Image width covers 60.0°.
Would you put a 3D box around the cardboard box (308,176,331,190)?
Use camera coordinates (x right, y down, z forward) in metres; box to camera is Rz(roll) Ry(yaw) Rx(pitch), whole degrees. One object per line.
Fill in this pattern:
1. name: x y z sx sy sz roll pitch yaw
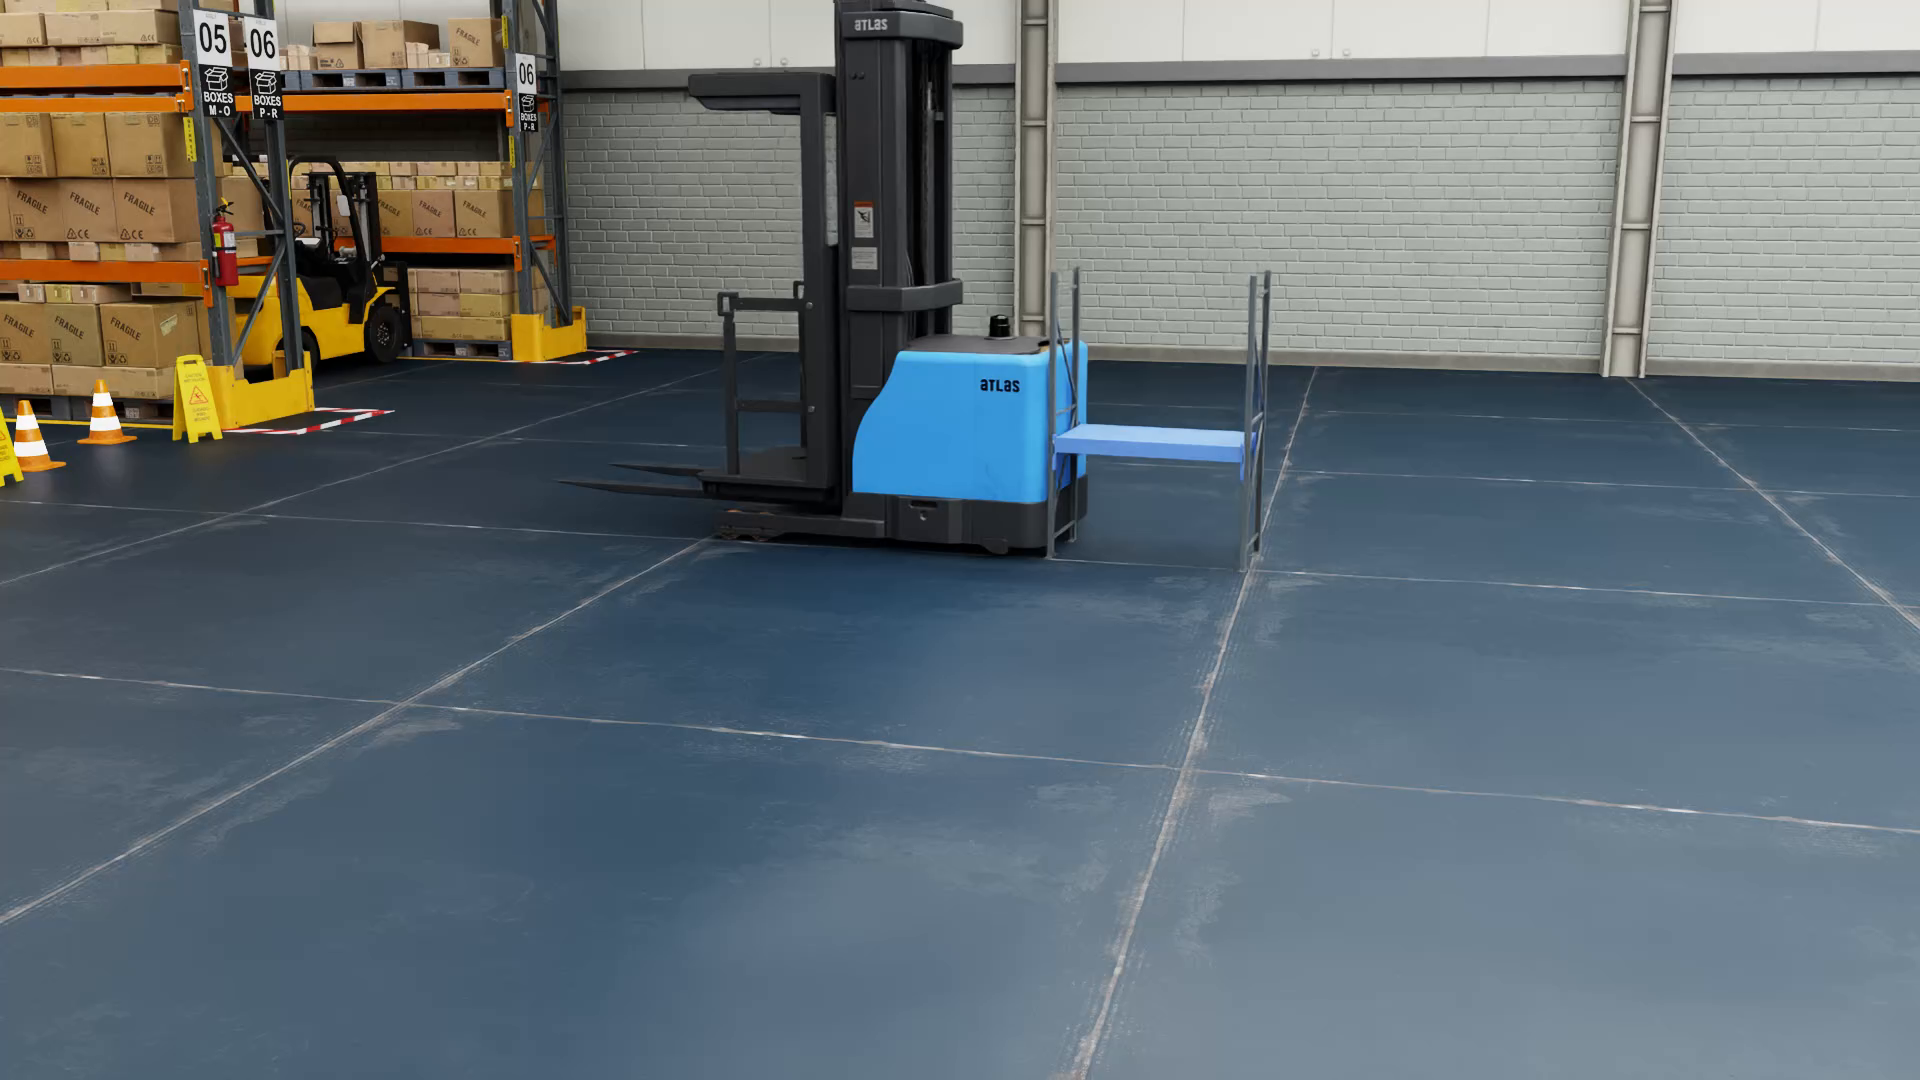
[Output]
1. cardboard box: -6.962 -3.939 18.333 0.250 0.149 0.380 3 13 12

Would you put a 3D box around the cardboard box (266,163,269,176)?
1. cardboard box: -7.455 -4.109 18.411 0.250 0.149 0.380 3 13 15

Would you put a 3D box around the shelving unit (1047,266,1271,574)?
1. shelving unit: 1.035 -0.649 8.694 1.048 1.500 0.538 4 13 18

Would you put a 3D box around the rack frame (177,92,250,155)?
1. rack frame: -8.445 -3.718 19.065 0.127 3.000 1.000 3 13 14

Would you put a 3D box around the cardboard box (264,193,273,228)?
1. cardboard box: -7.567 -3.665 18.597 0.500 0.500 0.500 3 13 15

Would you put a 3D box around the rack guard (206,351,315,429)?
1. rack guard: -5.820 -1.250 13.712 0.348 0.500 1.175 3 13 14

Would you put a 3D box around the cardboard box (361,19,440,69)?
1. cardboard box: -6.020 -5.323 17.944 0.500 0.500 0.700 3 13 14

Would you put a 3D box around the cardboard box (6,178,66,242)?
1. cardboard box: -7.310 -2.684 13.488 0.500 0.500 0.500 3 13 13

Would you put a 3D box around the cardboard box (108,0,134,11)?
1. cardboard box: -6.387 -4.174 12.936 0.250 0.149 0.380 3 13 15

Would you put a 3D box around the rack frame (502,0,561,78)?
1. rack frame: -4.561 -6.439 17.479 0.127 3.000 1.000 3 13 14

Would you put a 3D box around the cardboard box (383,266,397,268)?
1. cardboard box: -6.562 -2.896 18.433 0.500 0.250 0.500 3 13 12

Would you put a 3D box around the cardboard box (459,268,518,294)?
1. cardboard box: -5.083 -2.819 18.085 0.500 0.250 0.500 4 13 15

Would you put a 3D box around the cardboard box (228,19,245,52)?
1. cardboard box: -6.171 -4.085 13.453 0.500 0.250 0.500 3 13 13

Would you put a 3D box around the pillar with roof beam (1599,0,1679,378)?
1. pillar with roof beam: 5.598 -5.136 11.609 0.400 9.000 9.100 3 13 14

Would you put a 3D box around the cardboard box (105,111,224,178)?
1. cardboard box: -6.295 -3.129 13.185 0.500 0.500 0.700 3 13 12

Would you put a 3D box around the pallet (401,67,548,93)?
1. pallet: -5.241 -4.973 18.004 1.213 0.211 1.003 3 13 14

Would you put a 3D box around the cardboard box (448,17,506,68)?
1. cardboard box: -5.049 -5.249 17.610 0.500 0.500 0.500 3 13 15

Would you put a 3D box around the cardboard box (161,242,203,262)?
1. cardboard box: -6.161 -2.318 13.335 0.250 0.149 0.380 4 13 15

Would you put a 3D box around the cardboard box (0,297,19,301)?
1. cardboard box: -8.097 -1.762 13.899 0.500 0.500 0.500 4 13 16

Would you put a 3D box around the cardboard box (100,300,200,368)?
1. cardboard box: -6.587 -1.682 13.535 0.500 0.500 0.500 3 13 14

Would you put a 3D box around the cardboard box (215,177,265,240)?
1. cardboard box: -6.140 -2.743 13.754 0.500 0.500 0.500 3 13 13

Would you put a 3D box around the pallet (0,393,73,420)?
1. pallet: -7.782 -1.222 14.254 1.213 0.211 1.003 3 13 14

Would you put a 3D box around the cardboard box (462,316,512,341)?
1. cardboard box: -5.093 -2.331 18.192 0.500 0.250 0.500 3 13 14

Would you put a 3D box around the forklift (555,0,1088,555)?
1. forklift: -0.842 -1.524 9.336 3.031 2.935 1.130 4 13 18

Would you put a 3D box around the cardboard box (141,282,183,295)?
1. cardboard box: -8.954 -2.788 19.388 0.625 0.625 0.875 4 13 16

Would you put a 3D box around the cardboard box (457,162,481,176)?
1. cardboard box: -5.206 -4.001 17.928 0.250 0.149 0.380 3 13 14

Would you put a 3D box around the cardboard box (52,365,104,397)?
1. cardboard box: -7.097 -1.343 13.739 0.500 0.250 0.500 3 13 14

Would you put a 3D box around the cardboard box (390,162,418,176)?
1. cardboard box: -5.970 -4.028 18.048 0.250 0.149 0.380 3 13 15

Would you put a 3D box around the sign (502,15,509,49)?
1. sign: -4.705 -5.255 17.206 0.005 0.325 0.100 3 13 14

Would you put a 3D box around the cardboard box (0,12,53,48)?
1. cardboard box: -7.301 -4.025 13.183 0.500 0.250 0.500 3 13 15

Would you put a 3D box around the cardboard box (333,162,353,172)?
1. cardboard box: -6.690 -4.090 18.328 0.250 0.149 0.380 3 13 14

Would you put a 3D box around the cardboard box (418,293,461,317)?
1. cardboard box: -5.593 -2.605 18.272 0.500 0.250 0.500 3 13 13

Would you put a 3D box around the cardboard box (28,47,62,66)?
1. cardboard box: -7.143 -3.825 13.201 0.250 0.149 0.380 3 13 13

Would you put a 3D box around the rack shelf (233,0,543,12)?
1. rack shelf: -6.503 -5.996 18.068 4.000 0.370 1.077 3 13 14

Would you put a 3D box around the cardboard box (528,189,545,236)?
1. cardboard box: -4.975 -3.643 18.497 0.500 0.500 0.500 3 13 15

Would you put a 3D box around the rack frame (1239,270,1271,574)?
1. rack frame: 1.516 -0.613 8.534 0.032 1.500 0.500 4 13 18

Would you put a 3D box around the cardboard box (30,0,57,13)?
1. cardboard box: -7.109 -4.222 13.150 0.250 0.149 0.380 3 13 14

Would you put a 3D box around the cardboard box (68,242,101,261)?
1. cardboard box: -6.935 -2.332 13.401 0.250 0.149 0.380 3 13 15

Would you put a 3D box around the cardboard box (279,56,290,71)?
1. cardboard box: -7.335 -5.186 18.138 0.250 0.149 0.380 3 13 15

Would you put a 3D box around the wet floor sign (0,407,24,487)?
1. wet floor sign: -6.332 -0.685 10.833 0.232 0.644 0.267 1 13 4

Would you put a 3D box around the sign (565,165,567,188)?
1. sign: -4.422 -4.088 18.551 0.005 0.325 0.100 3 13 14

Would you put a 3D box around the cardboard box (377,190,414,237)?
1. cardboard box: -6.101 -3.585 18.234 0.500 0.500 0.500 3 13 12

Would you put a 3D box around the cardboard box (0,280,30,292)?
1. cardboard box: -11.089 -2.903 19.908 0.625 0.625 0.875 3 13 15

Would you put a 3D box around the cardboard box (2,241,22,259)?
1. cardboard box: -7.640 -2.401 13.711 0.250 0.149 0.380 3 13 14

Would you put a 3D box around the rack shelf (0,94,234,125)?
1. rack shelf: -10.386 -4.935 19.286 4.000 0.370 1.077 3 13 14

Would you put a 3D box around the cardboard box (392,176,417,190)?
1. cardboard box: -5.966 -3.887 18.100 0.250 0.149 0.380 3 13 12

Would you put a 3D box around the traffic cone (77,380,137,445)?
1. traffic cone: -6.473 -0.979 12.576 0.334 0.463 0.336 3 13 14

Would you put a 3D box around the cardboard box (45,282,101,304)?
1. cardboard box: -7.203 -2.017 13.549 0.250 0.149 0.380 3 13 14

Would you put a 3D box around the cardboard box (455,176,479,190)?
1. cardboard box: -5.220 -3.842 17.895 0.250 0.149 0.380 3 13 14

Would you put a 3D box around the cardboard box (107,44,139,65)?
1. cardboard box: -6.409 -3.774 12.971 0.250 0.149 0.380 3 13 14

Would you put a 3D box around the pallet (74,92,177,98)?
1. pallet: -9.304 -5.132 18.955 1.217 0.209 0.805 3 13 11

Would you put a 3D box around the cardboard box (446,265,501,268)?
1. cardboard box: -5.468 -2.951 18.678 0.500 0.250 0.500 3 13 14

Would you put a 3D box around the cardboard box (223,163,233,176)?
1. cardboard box: -8.206 -4.149 18.596 0.250 0.149 0.380 3 13 15

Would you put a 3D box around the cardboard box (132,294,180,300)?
1. cardboard box: -6.995 -1.822 14.169 0.500 0.500 0.500 3 13 11

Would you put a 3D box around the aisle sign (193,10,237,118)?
1. aisle sign: -5.756 -3.671 12.853 0.004 0.787 0.394 3 13 14
